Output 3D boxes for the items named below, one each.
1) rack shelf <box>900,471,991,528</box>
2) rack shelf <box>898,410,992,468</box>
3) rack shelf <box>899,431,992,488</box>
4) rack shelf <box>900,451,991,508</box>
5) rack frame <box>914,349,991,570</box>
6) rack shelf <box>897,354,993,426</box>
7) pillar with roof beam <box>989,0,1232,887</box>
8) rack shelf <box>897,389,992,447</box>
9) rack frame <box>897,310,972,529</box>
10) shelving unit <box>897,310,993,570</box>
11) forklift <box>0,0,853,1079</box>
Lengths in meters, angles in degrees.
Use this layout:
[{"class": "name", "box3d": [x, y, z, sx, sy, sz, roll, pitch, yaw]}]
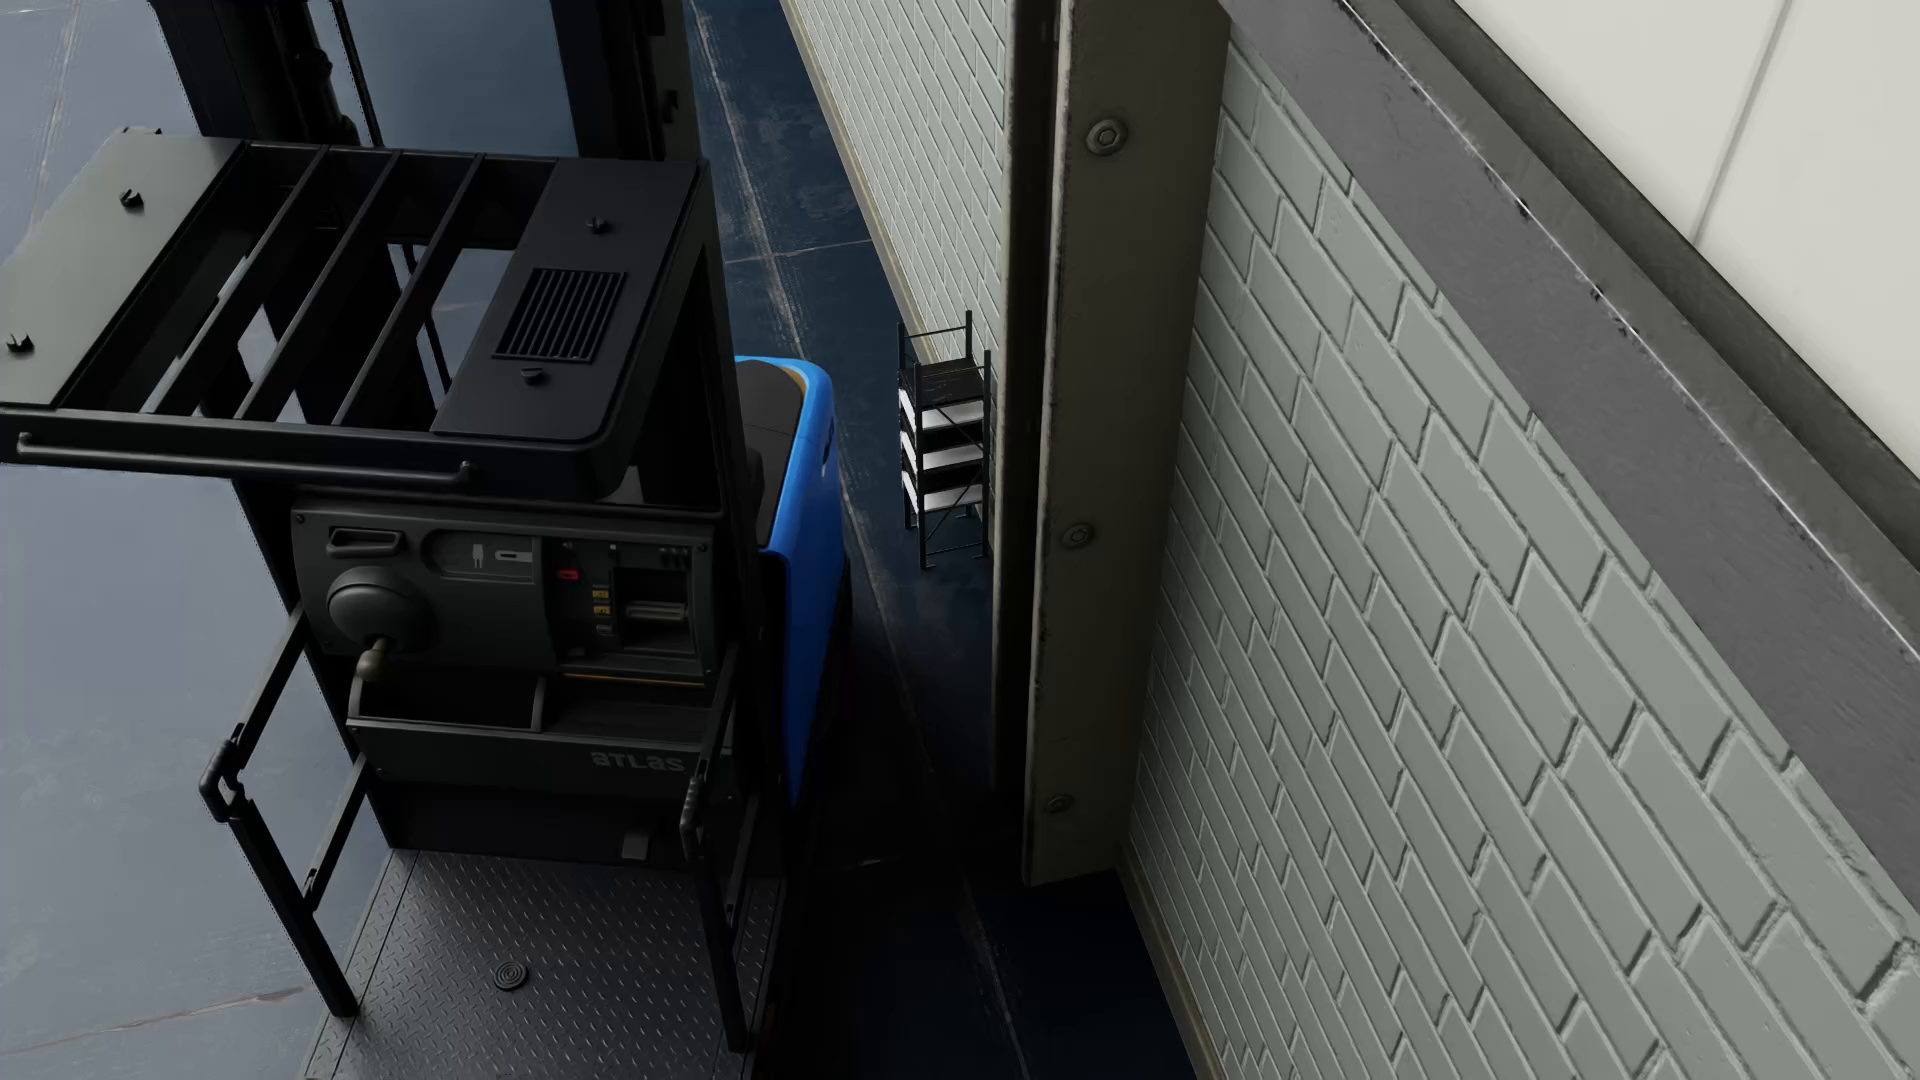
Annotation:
[{"class": "rack shelf", "box3d": [-0.049, -0.160, 5.576, 0.258, 0.077, 0.200, -12, 47, -11]}, {"class": "rack shelf", "box3d": [-0.049, -0.349, 5.383, 0.258, 0.077, 0.200, -12, 47, -11]}, {"class": "rack shelf", "box3d": [-0.049, -0.286, 5.447, 0.258, 0.077, 0.200, -12, 47, -11]}, {"class": "rack shelf", "box3d": [-0.049, -0.223, 5.511, 0.258, 0.077, 0.200, -12, 47, -11]}, {"class": "rack frame", "box3d": [-0.021, -0.240, 5.355, 0.240, 0.900, 0.006, -12, 47, -11]}, {"class": "rack shelf", "box3d": [-0.050, -0.475, 5.254, 0.258, 0.077, 0.200, -12, 47, -11]}, {"class": "pillar with roof beam", "box3d": [-3.875, -1.530, 0.949, 9.100, 9.000, 0.400, -11, 47, -10]}, {"class": "rack shelf", "box3d": [-0.050, -0.412, 5.318, 0.258, 0.077, 0.200, -12, 47, -11]}, {"class": "rack frame", "box3d": [-0.077, -0.380, 5.492, 0.240, 0.900, 0.006, -12, 47, -11]}, {"class": "shelving unit", "box3d": [-0.049, -0.310, 5.423, 0.258, 0.900, 0.210, -12, 47, -11]}, {"class": "forklift", "box3d": [-1.008, 0.227, 3.476, 1.130, 2.935, 3.031, 4, 46, 4]}]
